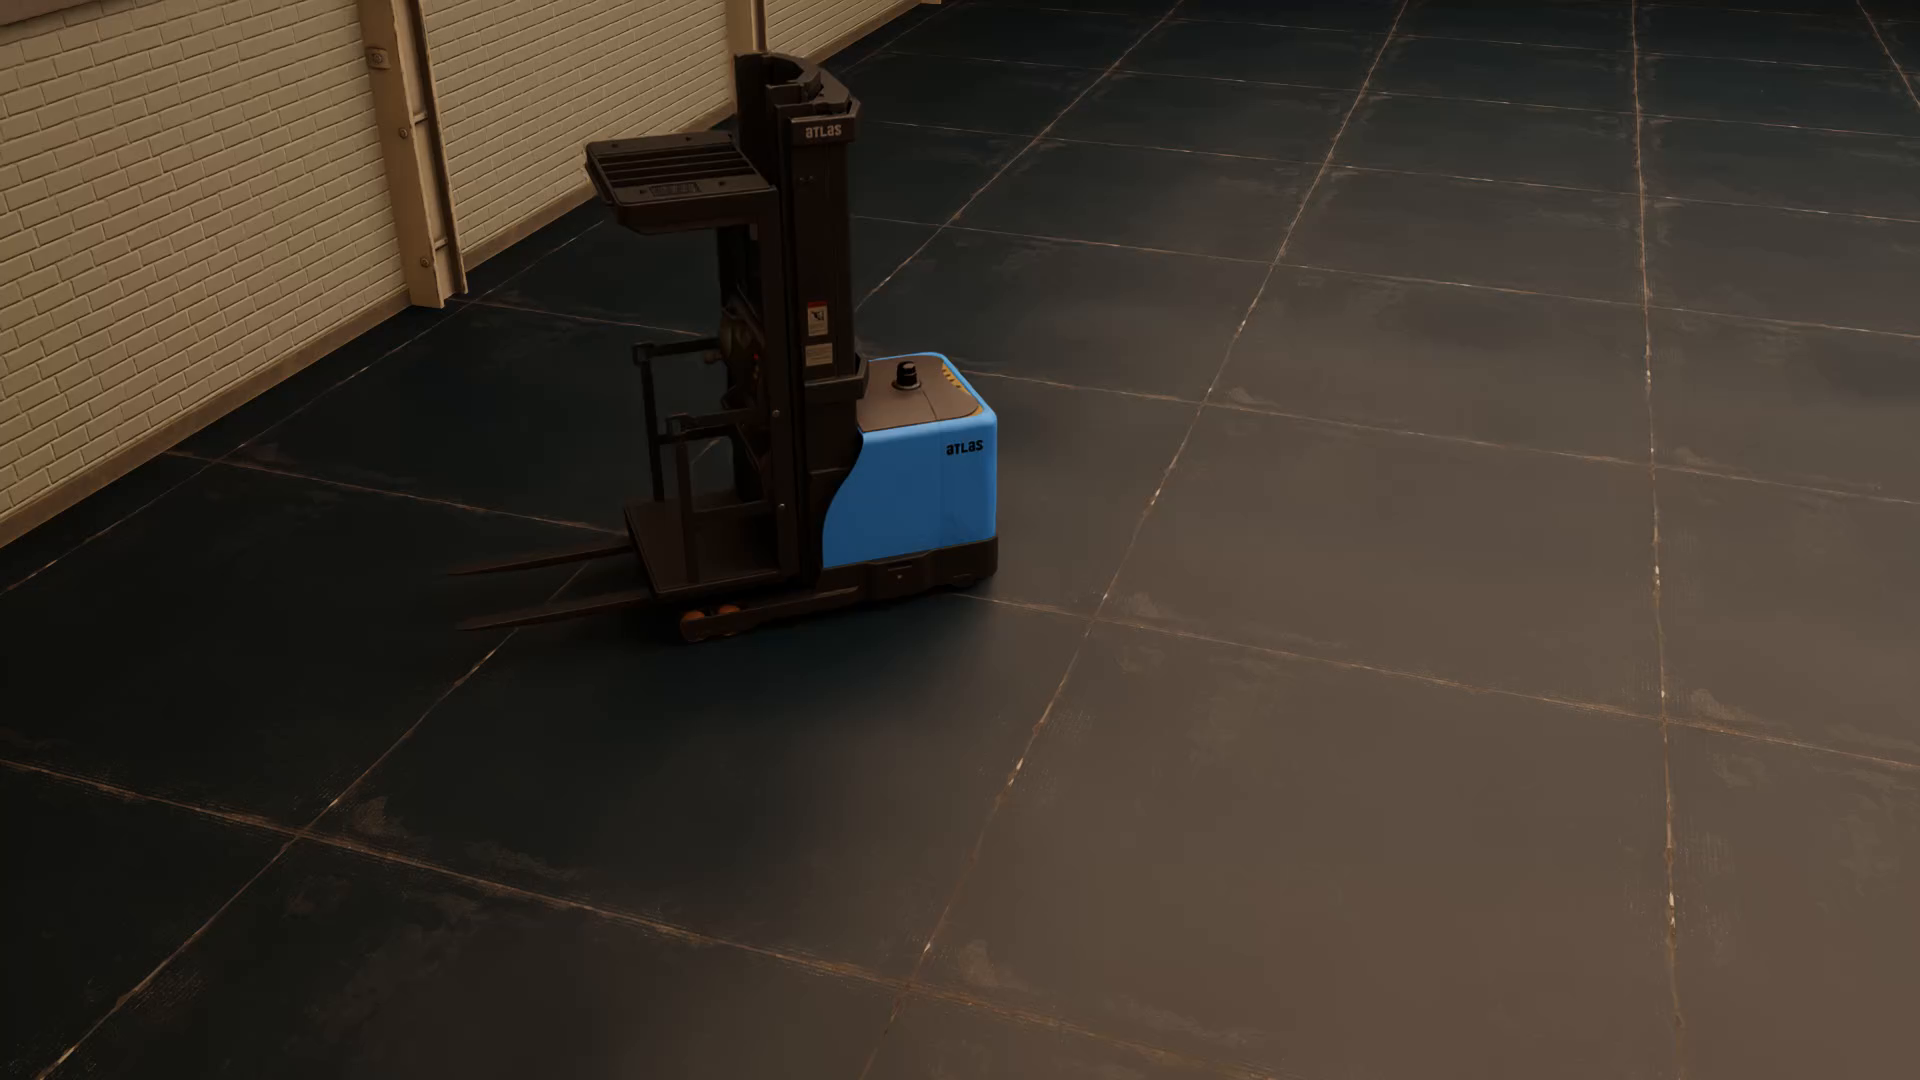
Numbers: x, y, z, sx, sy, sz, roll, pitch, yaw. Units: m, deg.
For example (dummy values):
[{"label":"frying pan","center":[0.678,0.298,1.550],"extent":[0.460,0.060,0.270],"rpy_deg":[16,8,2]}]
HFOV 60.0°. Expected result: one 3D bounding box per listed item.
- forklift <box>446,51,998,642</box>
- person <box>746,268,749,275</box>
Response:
[{"label":"forklift","center":[-1.353,-1.009,8.906],"extent":[3.031,2.935,1.130],"rpy_deg":[-10,31,-17]},{"label":"person","center":[-1.128,-1.658,11.438],"extent":[0.891,1.621,0.514],"rpy_deg":[16,34,26]}]
